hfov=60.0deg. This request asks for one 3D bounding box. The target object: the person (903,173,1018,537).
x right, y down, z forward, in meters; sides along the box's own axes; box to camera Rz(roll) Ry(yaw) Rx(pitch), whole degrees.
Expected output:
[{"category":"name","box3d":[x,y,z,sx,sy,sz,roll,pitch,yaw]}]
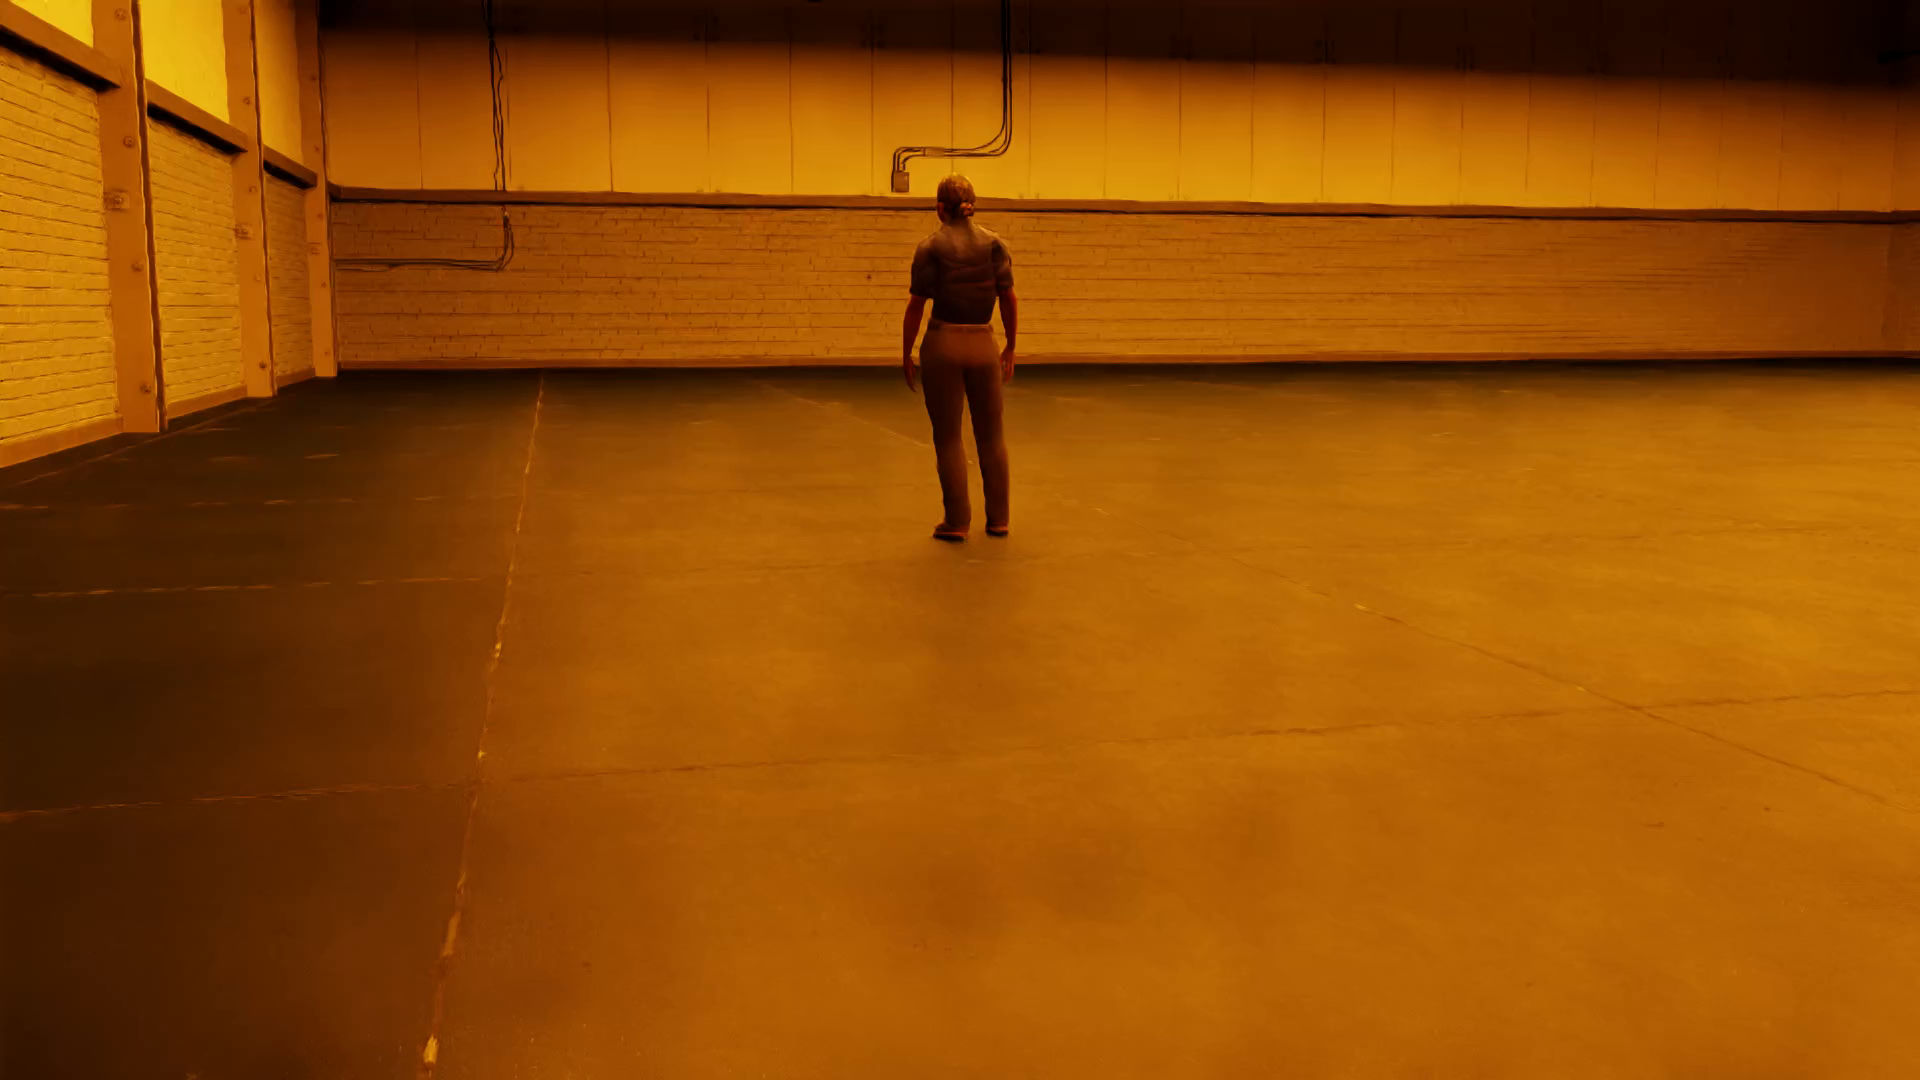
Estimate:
[{"category":"person","box3d":[-0.001,-0.839,7.680,0.570,1.654,0.503,-2,8,-13]}]
